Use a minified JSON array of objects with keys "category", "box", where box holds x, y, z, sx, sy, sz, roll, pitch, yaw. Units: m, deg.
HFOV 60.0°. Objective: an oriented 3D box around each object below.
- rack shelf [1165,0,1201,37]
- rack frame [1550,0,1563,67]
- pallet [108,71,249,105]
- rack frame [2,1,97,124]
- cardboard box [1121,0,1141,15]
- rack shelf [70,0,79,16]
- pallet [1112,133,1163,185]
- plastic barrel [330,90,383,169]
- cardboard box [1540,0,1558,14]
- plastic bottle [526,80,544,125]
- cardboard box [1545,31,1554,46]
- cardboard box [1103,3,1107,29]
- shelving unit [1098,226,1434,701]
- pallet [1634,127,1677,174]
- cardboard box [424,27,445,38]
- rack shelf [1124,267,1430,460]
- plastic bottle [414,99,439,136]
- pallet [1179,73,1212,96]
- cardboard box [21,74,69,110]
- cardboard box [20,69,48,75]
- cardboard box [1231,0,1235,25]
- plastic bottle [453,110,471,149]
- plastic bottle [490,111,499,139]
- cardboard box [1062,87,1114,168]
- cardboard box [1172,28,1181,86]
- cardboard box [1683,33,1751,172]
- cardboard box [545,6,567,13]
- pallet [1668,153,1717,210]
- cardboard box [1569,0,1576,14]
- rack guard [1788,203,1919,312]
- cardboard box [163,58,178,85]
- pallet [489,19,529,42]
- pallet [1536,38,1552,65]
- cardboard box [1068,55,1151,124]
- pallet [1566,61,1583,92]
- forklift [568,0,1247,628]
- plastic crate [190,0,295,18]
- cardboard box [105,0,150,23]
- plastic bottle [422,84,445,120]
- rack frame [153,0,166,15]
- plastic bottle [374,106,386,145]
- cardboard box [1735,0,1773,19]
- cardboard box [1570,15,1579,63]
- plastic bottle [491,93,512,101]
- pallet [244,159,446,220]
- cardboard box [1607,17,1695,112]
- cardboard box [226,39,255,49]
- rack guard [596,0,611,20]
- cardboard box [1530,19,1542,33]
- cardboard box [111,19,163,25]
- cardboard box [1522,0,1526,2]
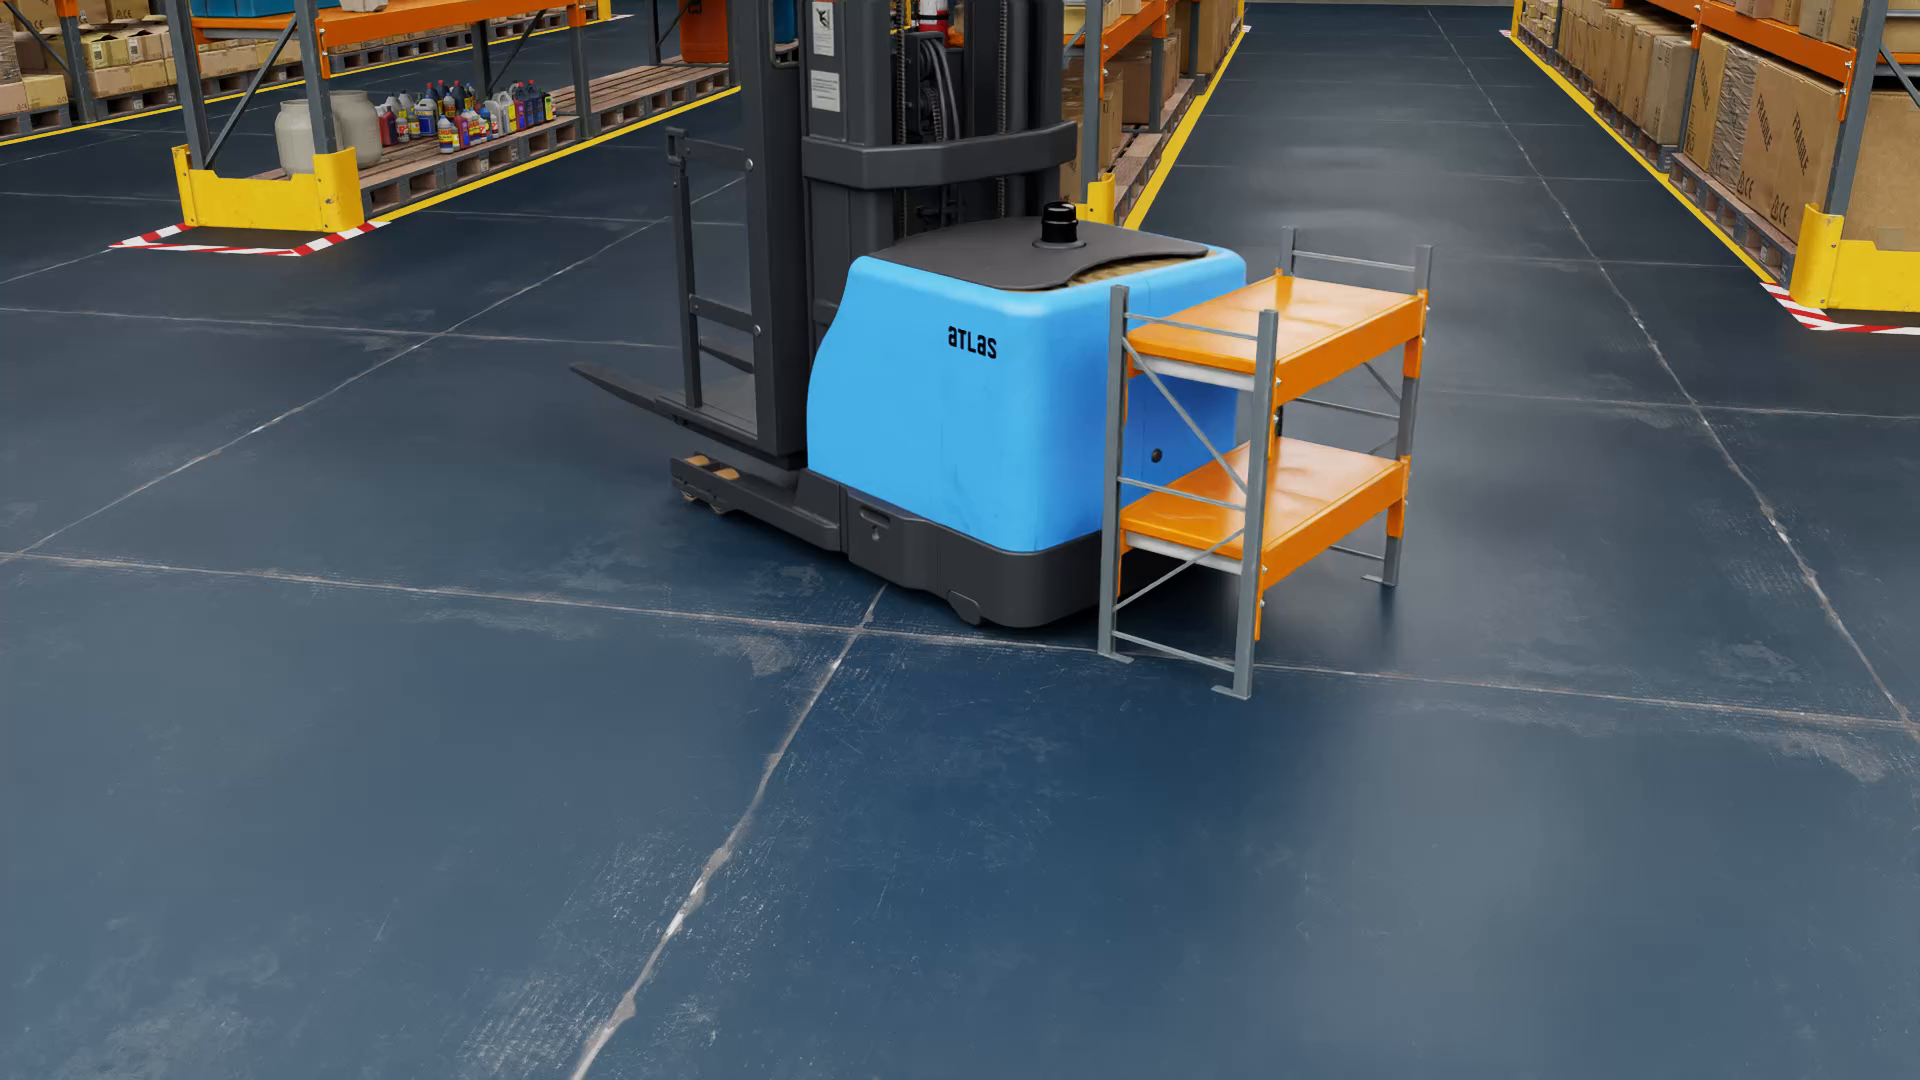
[{"category":"rack shelf","box":[1.540,-4.948,15.087,1.077,0.370,4.000,4,22,11]},{"category":"rack frame","box":[7.599,-7.061,19.370,1.000,3.000,0.127,4,22,11]},{"category":"pallet","box":[-8.207,-4.733,17.323,1.003,0.211,1.213,4,22,11]},{"category":"rack frame","box":[-8.565,-5.307,15.015,1.000,3.000,0.127,4,22,11]},{"category":"cardboard box","box":[1.008,-3.598,11.108,0.380,0.149,0.250,4,22,11]},{"category":"rack shelf","box":[-8.157,-5.704,16.965,1.077,0.370,4.000,4,22,11]},{"category":"pallet","box":[1.029,-3.008,13.041,1.003,0.211,1.213,4,22,11]},{"category":"plastic barrel","box":[-4.371,-2.935,11.895,0.421,0.512,0.421,0,22,0]},{"category":"cardboard box","box":[7.568,-6.742,21.037,0.380,0.149,0.250,3,22,8]},{"category":"plastic bottle","box":[-3.566,-3.645,13.847,0.144,0.351,0.185,4,22,9]},{"category":"cardboard box","box":[7.346,-6.103,20.245,0.380,0.149,0.250,5,22,12]},{"category":"cardboard box","box":[0.677,-3.147,9.988,0.380,0.149,0.250,4,22,11]},{"category":"shelving unit","box":[0.930,-0.277,5.035,0.538,1.125,1.048,16,27,34]},{"category":"pallet","box":[6.050,-3.130,13.342,1.003,0.211,1.213,4,22,11]},{"category":"cardboard box","box":[-6.965,-6.711,21.259,0.500,0.500,0.500,5,22,12]},{"category":"rack shelf","box":[0.930,-0.548,4.925,0.538,0.278,1.000,16,27,34]},{"category":"plastic bottle","box":[-4.263,-3.378,13.283,0.152,0.276,0.135,4,22,11]},{"category":"pallet","box":[2.183,-5.002,17.991,1.003,0.211,1.213,4,22,11]},{"category":"cardboard box","box":[-8.446,-4.040,14.987,0.500,0.250,0.500,4,22,11]},{"category":"cardboard box","box":[-8.765,-4.400,15.881,0.500,0.250,0.500,4,22,10]},{"category":"cardboard box","box":[3.342,-7.575,22.929,0.875,0.875,0.875,4,22,11]},{"category":"plastic bottle","box":[-3.794,-3.130,12.656,0.061,0.283,0.133,5,22,12]},{"category":"plastic bottle","box":[-3.706,-3.283,13.148,0.097,0.201,0.097,0,22,0]},{"category":"cardboard box","box":[0.852,-2.999,12.069,0.500,0.500,0.500,2,22,6]},{"category":"cardboard box","box":[1.831,-4.811,16.541,0.700,0.500,0.500,3,22,8]},{"category":"cardboard box","box":[5.770,-3.120,11.866,0.875,0.875,0.875,5,22,12]},{"category":"cardboard box","box":[-6.210,-8.061,24.946,0.500,0.250,0.500,4,22,11]},{"category":"pallet","box":[5.735,-2.569,11.951,1.003,0.211,1.213,4,22,11]},{"category":"cardboard box","box":[7.083,-5.999,18.514,0.500,0.250,0.500,5,22,12]},{"category":"rack guard","box":[5.146,-1.504,8.918,1.175,0.500,0.348,4,22,11]},{"category":"cardboard box","box":[-8.032,-4.731,16.704,0.500,0.250,0.500,4,22,9]},{"category":"pallet","box":[-6.792,-7.190,23.424,1.003,0.211,1.213,4,22,11]},{"category":"pallet","box":[7.702,-6.016,20.508,1.003,0.211,1.213,4,22,11]},{"category":"cardboard box","box":[1.278,-3.818,14.075,0.700,0.500,0.500,3,22,7]},{"category":"pallet","box":[7.195,-5.035,18.073,1.003,0.211,1.213,4,22,11]},{"category":"forklift","box":[-0.430,-1.565,5.816,1.130,2.935,3.031,-18,28,-38]},{"category":"plastic crate","box":[-4.724,-3.602,10.980,0.499,0.251,0.616,4,22,11]},{"category":"cardboard box","box":[-11.789,-7.559,22.922,0.750,0.750,0.750,5,22,12]},{"category":"plastic bottle","box":[-4.326,-3.570,13.661,0.144,0.351,0.185,4,22,9]},{"category":"rack frame","box":[-11.783,-8.609,23.214,1.000,3.000,0.127,4,22,11]},{"category":"plastic bottle","box":[-4.509,-3.201,12.842,0.152,0.276,0.135,5,22,11]},{"category":"cardboard box","box":[5.588,-3.677,10.769,0.875,0.550,0.550,4,22,11]},{"category":"cardboard box","box":[6.989,-5.460,18.179,0.500,0.500,0.500,5,22,12]},{"category":"plastic bottle","box":[-3.756,-3.543,13.692,0.152,0.276,0.135,4,22,11]},{"category":"pallet","box":[-4.393,-2.499,11.777,1.003,0.211,1.213,4,22,11]},{"category":"cardboard box","box":[6.396,-4.213,14.749,1.050,0.750,0.750,5,22,12]},{"category":"cardboard box","box":[-7.820,-5.364,17.524,0.500,0.311,0.500,4,22,11]},{"category":"rack guard","box":[-6.132,-8.508,26.310,1.175,0.500,0.348,4,22,11]},{"category":"cardboard box","box":[7.724,-6.765,21.891,0.380,0.149,0.250,3,22,8]},{"category":"cardboard box","box":[-8.453,-5.213,17.149,0.500,0.311,0.500,4,22,10]},{"category":"cardboard box","box":[7.976,-7.506,22.934,0.380,0.149,0.250,3,22,8]}]
